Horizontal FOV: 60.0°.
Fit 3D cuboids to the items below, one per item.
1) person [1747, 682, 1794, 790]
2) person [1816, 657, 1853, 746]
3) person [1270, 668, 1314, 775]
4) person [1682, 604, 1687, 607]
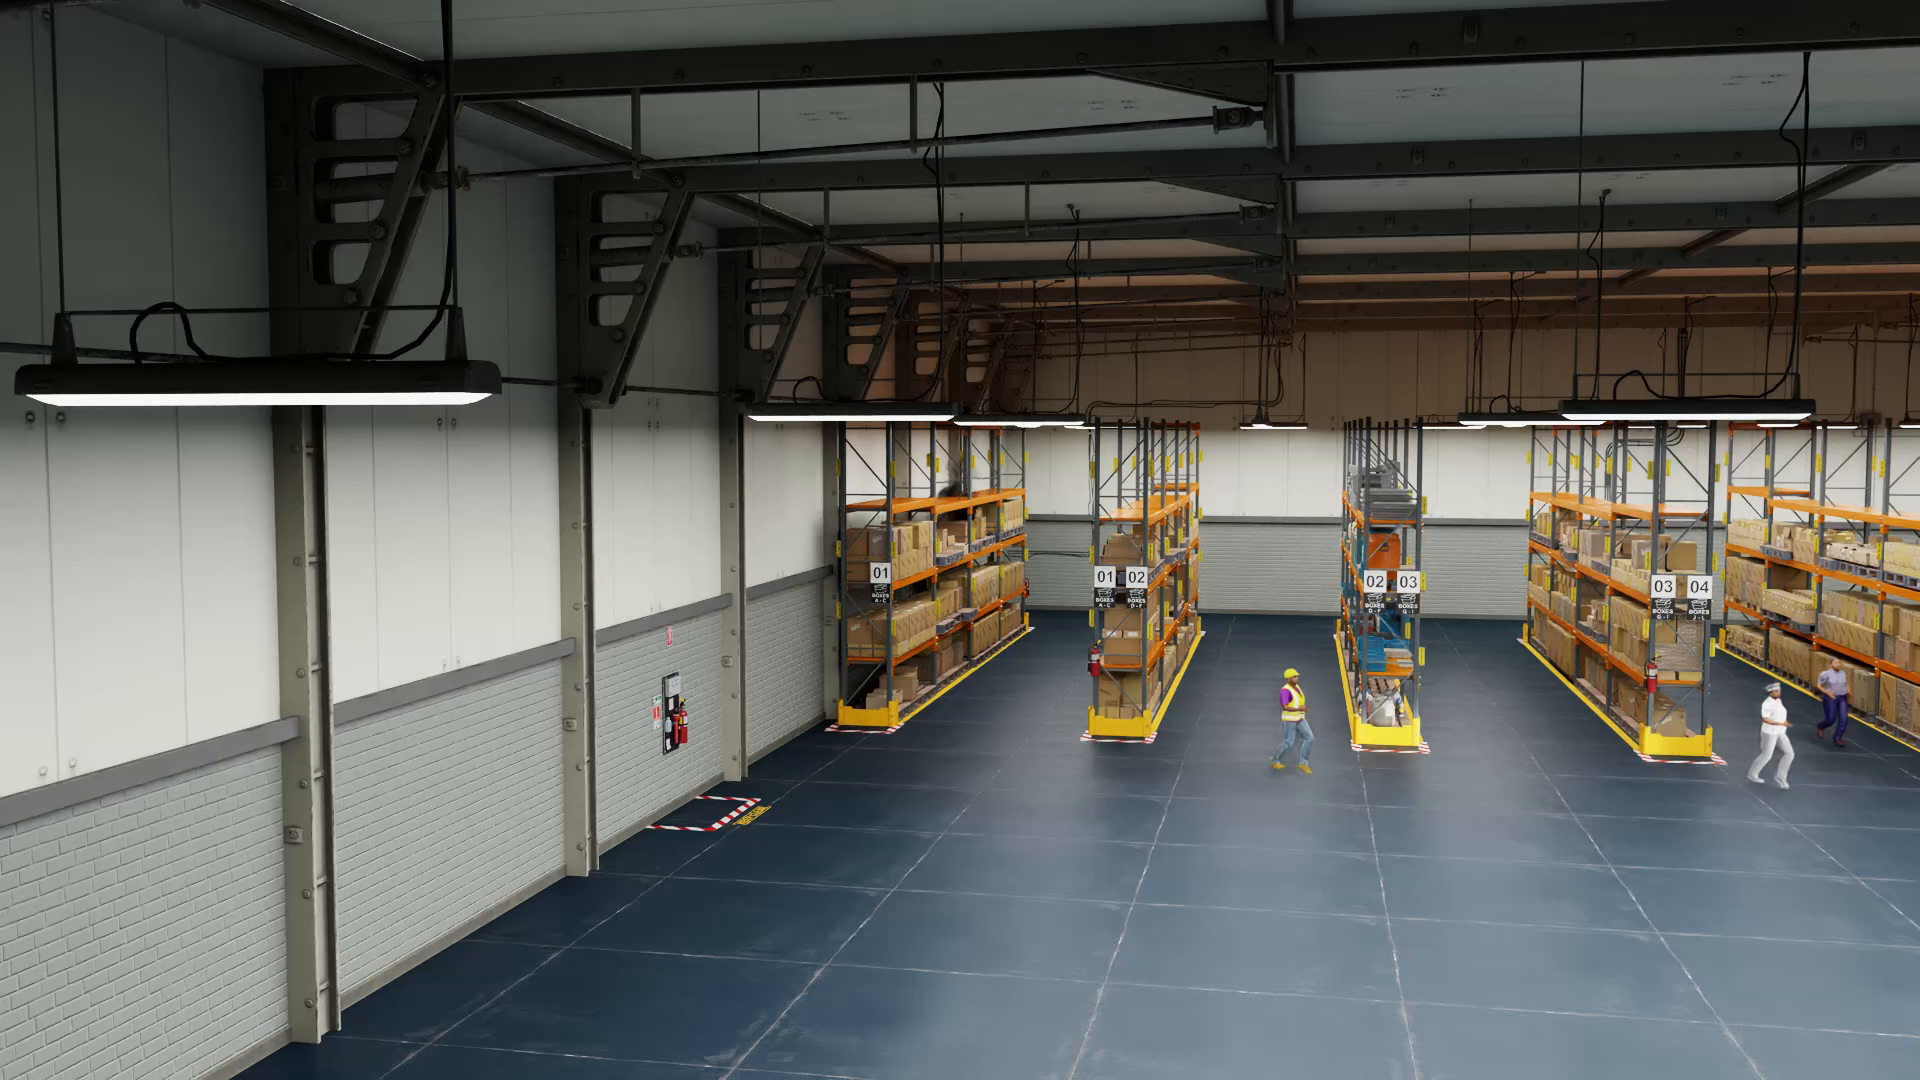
[{"bbox_3d":[13.101,3.150,26.829,0.576,1.747,0.726,-2,4,-30],"label":"person"},{"bbox_3d":[16.040,2.944,30.508,0.608,1.596,0.609,0,4,-1],"label":"person"},{"bbox_3d":[5.595,3.050,27.938,0.757,1.802,0.707,3,5,42],"label":"person"},{"bbox_3d":[19.064,2.068,44.437,0.508,1.549,0.628,-3,5,-43],"label":"person"}]
